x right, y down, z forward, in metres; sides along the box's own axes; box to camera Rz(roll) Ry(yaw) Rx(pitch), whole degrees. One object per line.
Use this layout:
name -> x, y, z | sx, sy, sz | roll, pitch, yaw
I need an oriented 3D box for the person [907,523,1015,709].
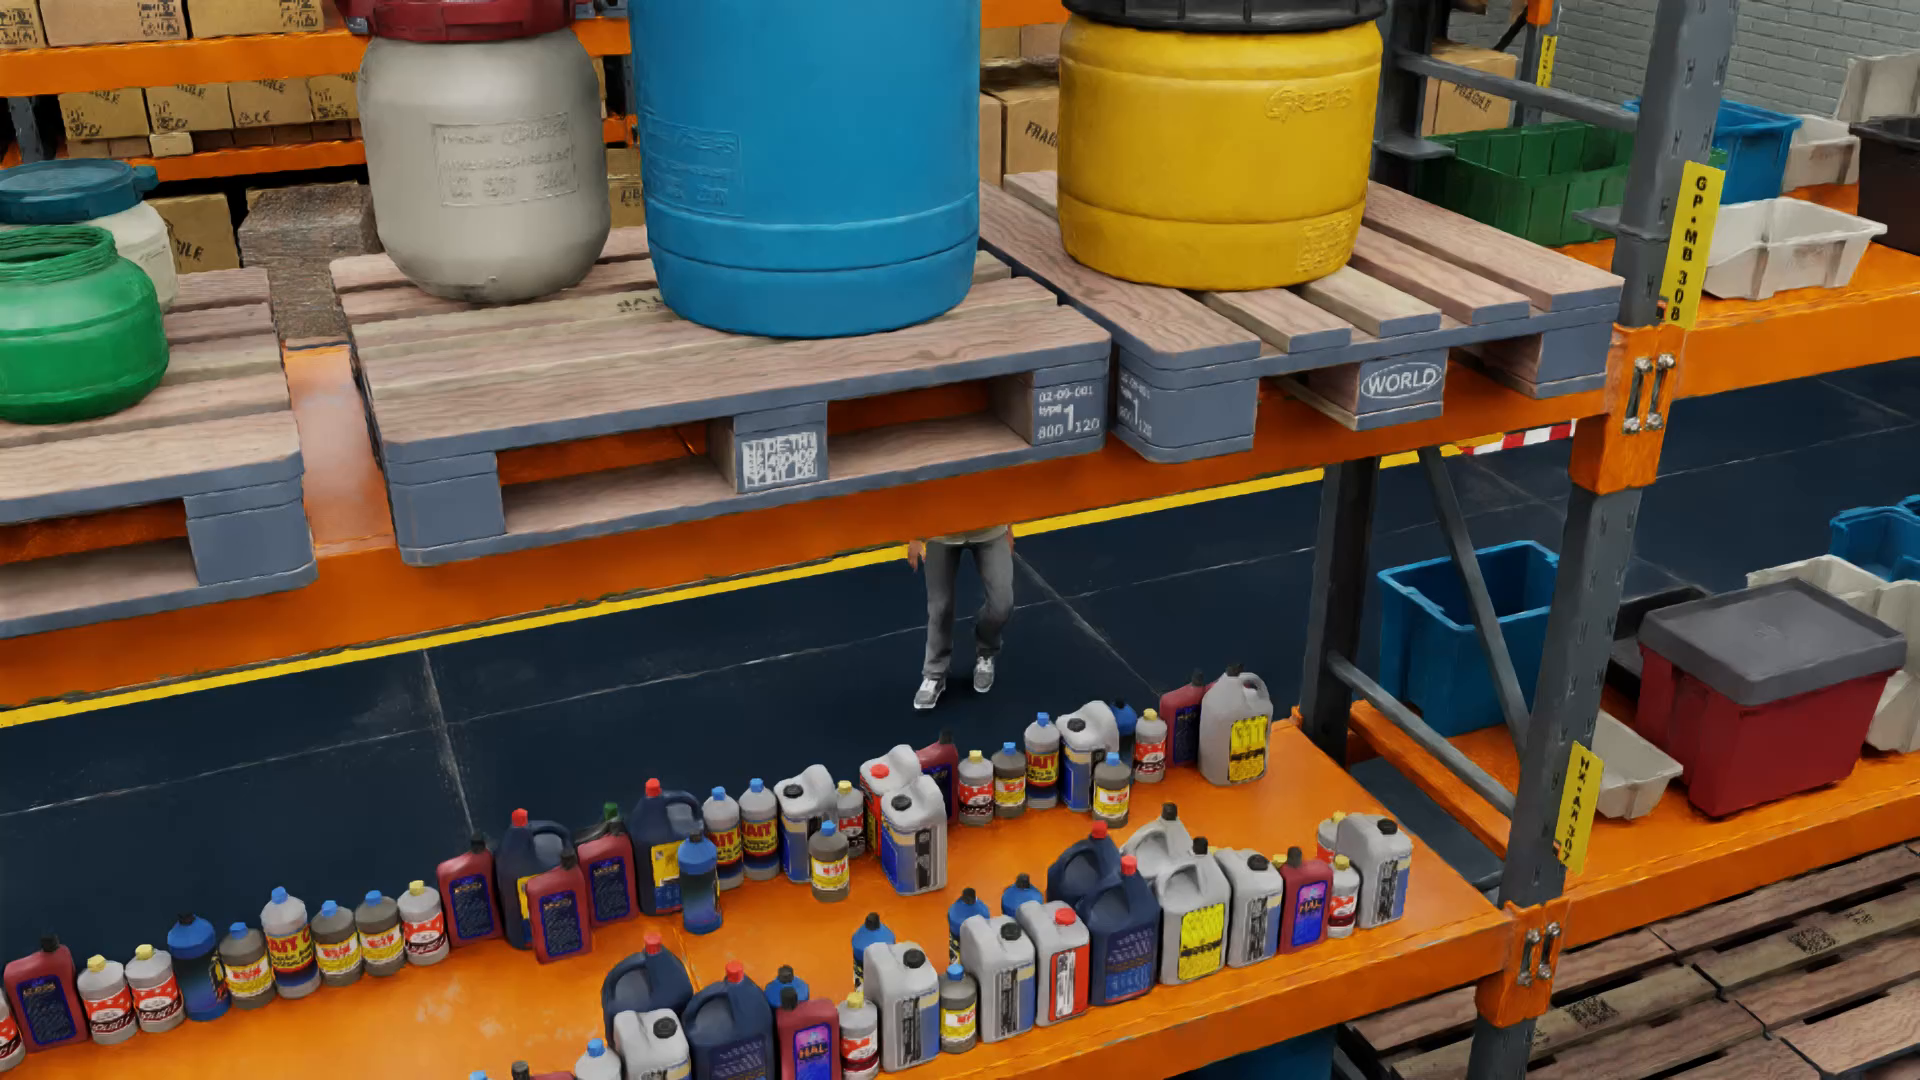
person -> 0.006, -0.030, 7.154 | 0.470, 1.590, 0.380 | -1, 26, -2
